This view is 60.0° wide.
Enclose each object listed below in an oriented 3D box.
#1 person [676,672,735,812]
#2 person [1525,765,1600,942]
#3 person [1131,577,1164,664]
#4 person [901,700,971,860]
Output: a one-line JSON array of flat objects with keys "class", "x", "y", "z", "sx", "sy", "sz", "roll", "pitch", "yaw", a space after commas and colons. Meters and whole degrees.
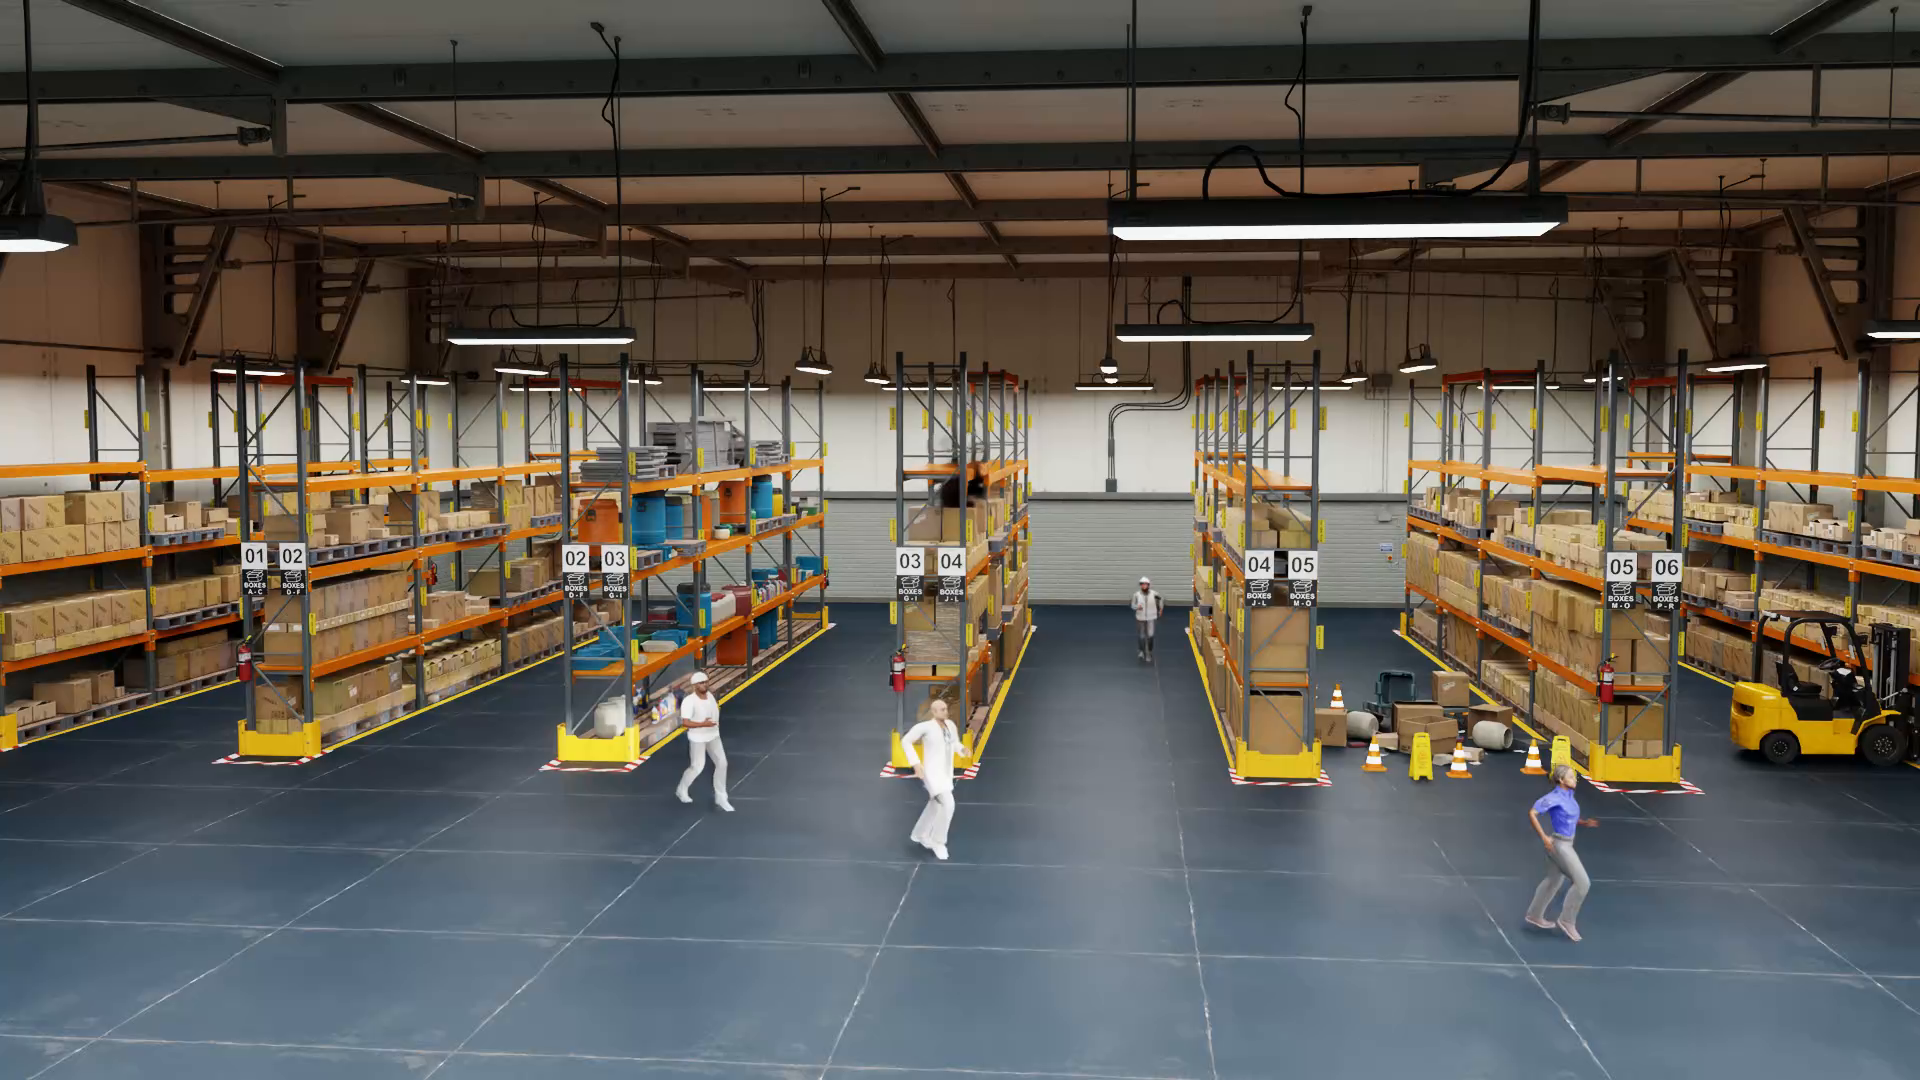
[{"class": "person", "x": -3.306, "y": 2.595, "z": 21.534, "sx": 0.896, "sy": 1.785, "sz": 0.704, "roll": 3, "pitch": 5, "yaw": 40}, {"class": "person", "x": 5.860, "y": 3.032, "z": 16.164, "sx": 0.676, "sy": 1.700, "sz": 0.557, "roll": 2, "pitch": 5, "yaw": 30}, {"class": "person", "x": 3.890, "y": 1.661, "z": 34.614, "sx": 0.662, "sy": 1.786, "sz": 0.874, "roll": 1, "pitch": 4, "yaw": 10}, {"class": "person", "x": -0.239, "y": 2.758, "z": 19.255, "sx": 0.816, "sy": 1.830, "sz": 0.689, "roll": 3, "pitch": 5, "yaw": 36}]
